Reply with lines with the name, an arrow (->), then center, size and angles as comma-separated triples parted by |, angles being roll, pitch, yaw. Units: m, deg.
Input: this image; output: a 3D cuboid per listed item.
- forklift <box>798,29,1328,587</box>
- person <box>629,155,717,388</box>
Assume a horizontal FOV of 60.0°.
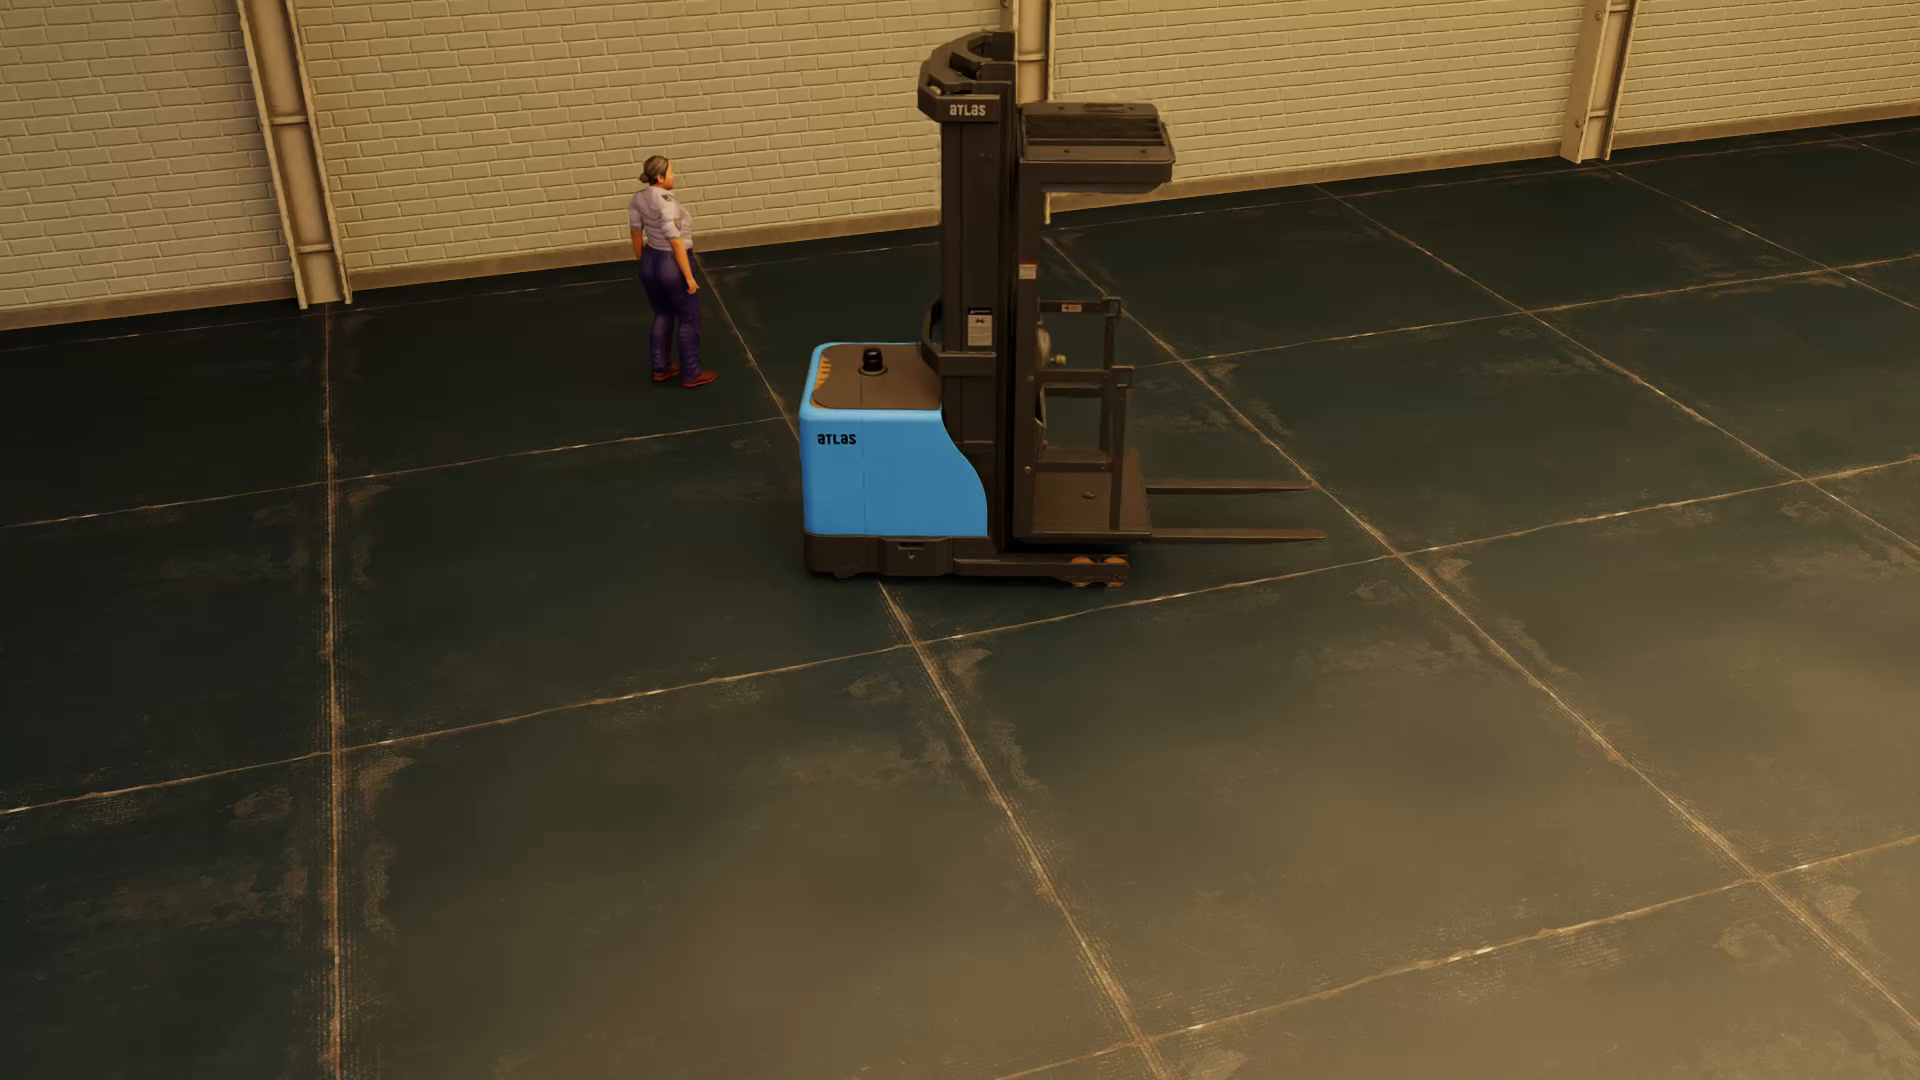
forklift -> 0.616, -1.272, 9.298 | 3.031, 2.935, 1.130 | 0, 30, 1
person -> -2.023, -1.884, 11.653 | 0.563, 1.650, 0.385 | 22, 37, 33
